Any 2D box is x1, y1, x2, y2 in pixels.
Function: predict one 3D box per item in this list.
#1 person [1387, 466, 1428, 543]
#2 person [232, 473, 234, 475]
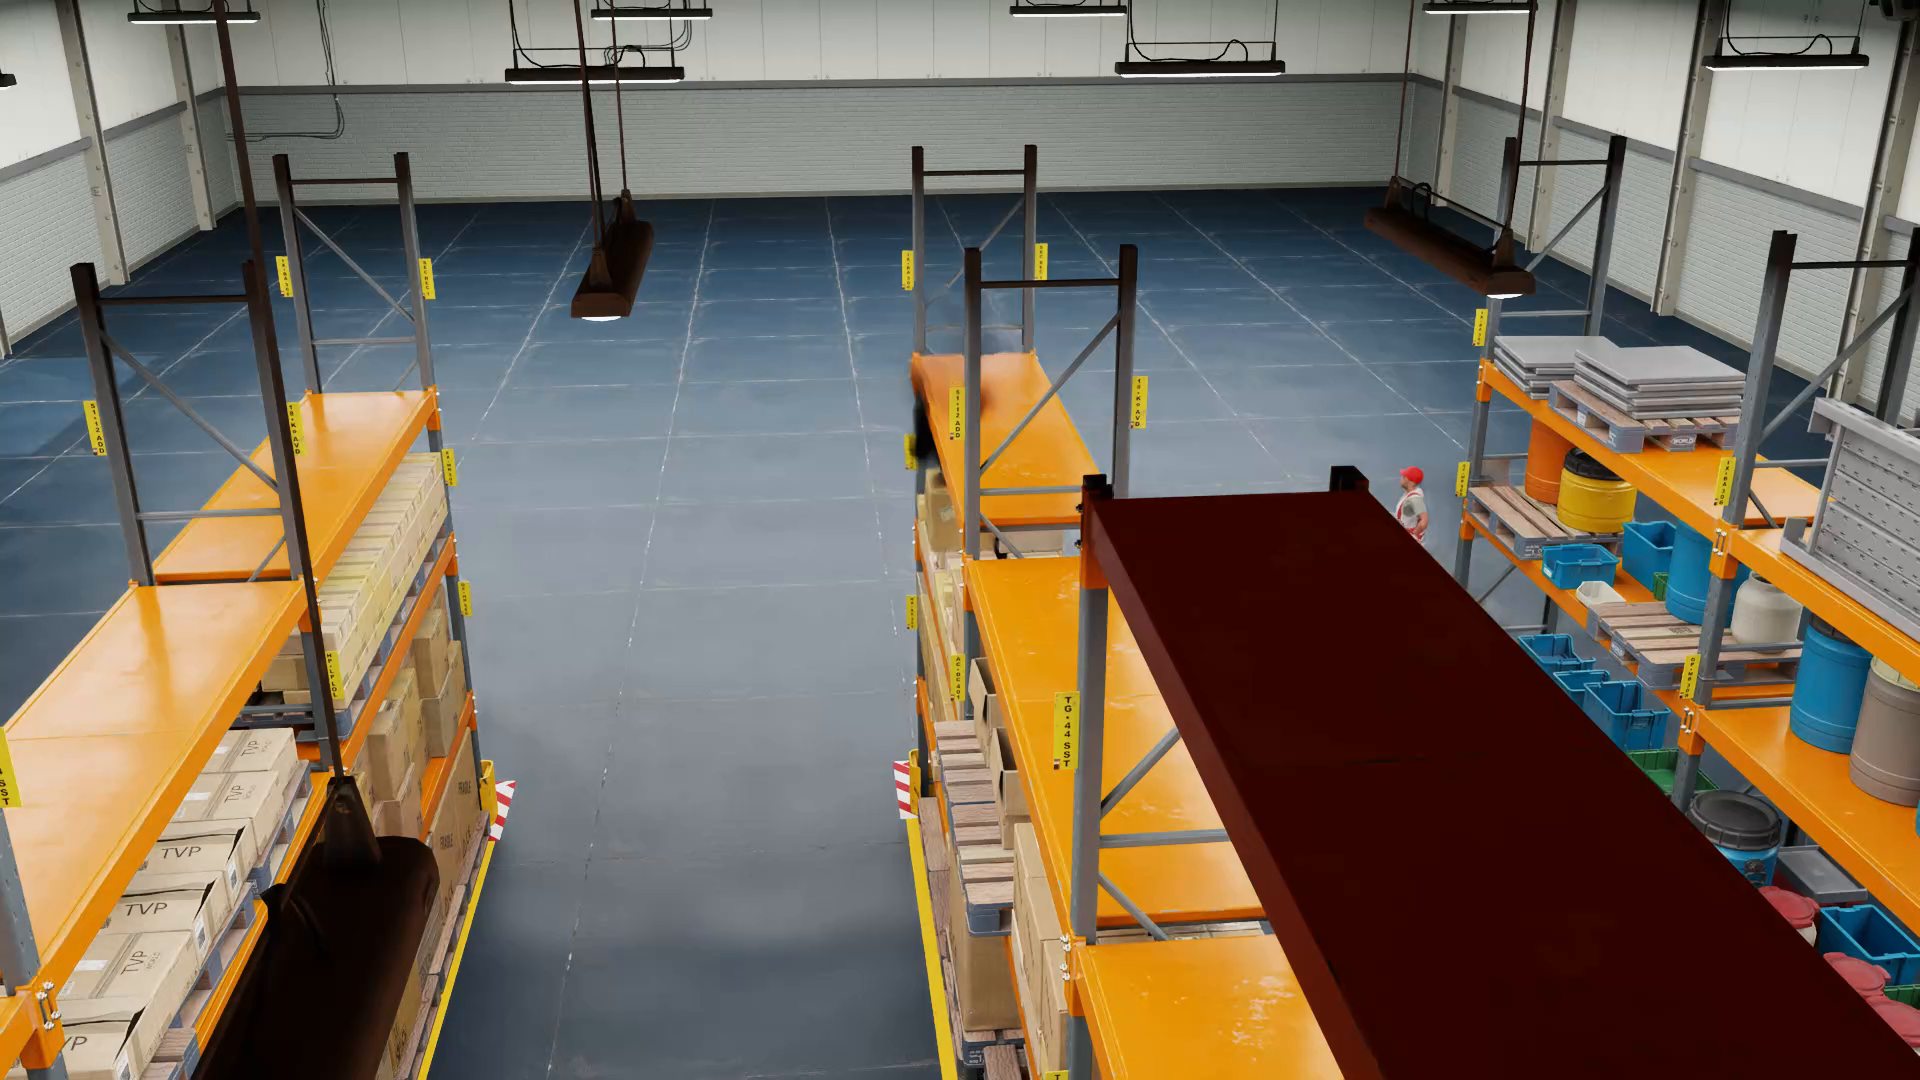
[{"bbox_3d":[5.121,0.022,19.207,0.710,1.820,0.690,9,23,21],"label":"person"},{"bbox_3d":[-8.251,-0.010,19.320,0.947,1.662,0.567,19,28,39],"label":"person"}]
